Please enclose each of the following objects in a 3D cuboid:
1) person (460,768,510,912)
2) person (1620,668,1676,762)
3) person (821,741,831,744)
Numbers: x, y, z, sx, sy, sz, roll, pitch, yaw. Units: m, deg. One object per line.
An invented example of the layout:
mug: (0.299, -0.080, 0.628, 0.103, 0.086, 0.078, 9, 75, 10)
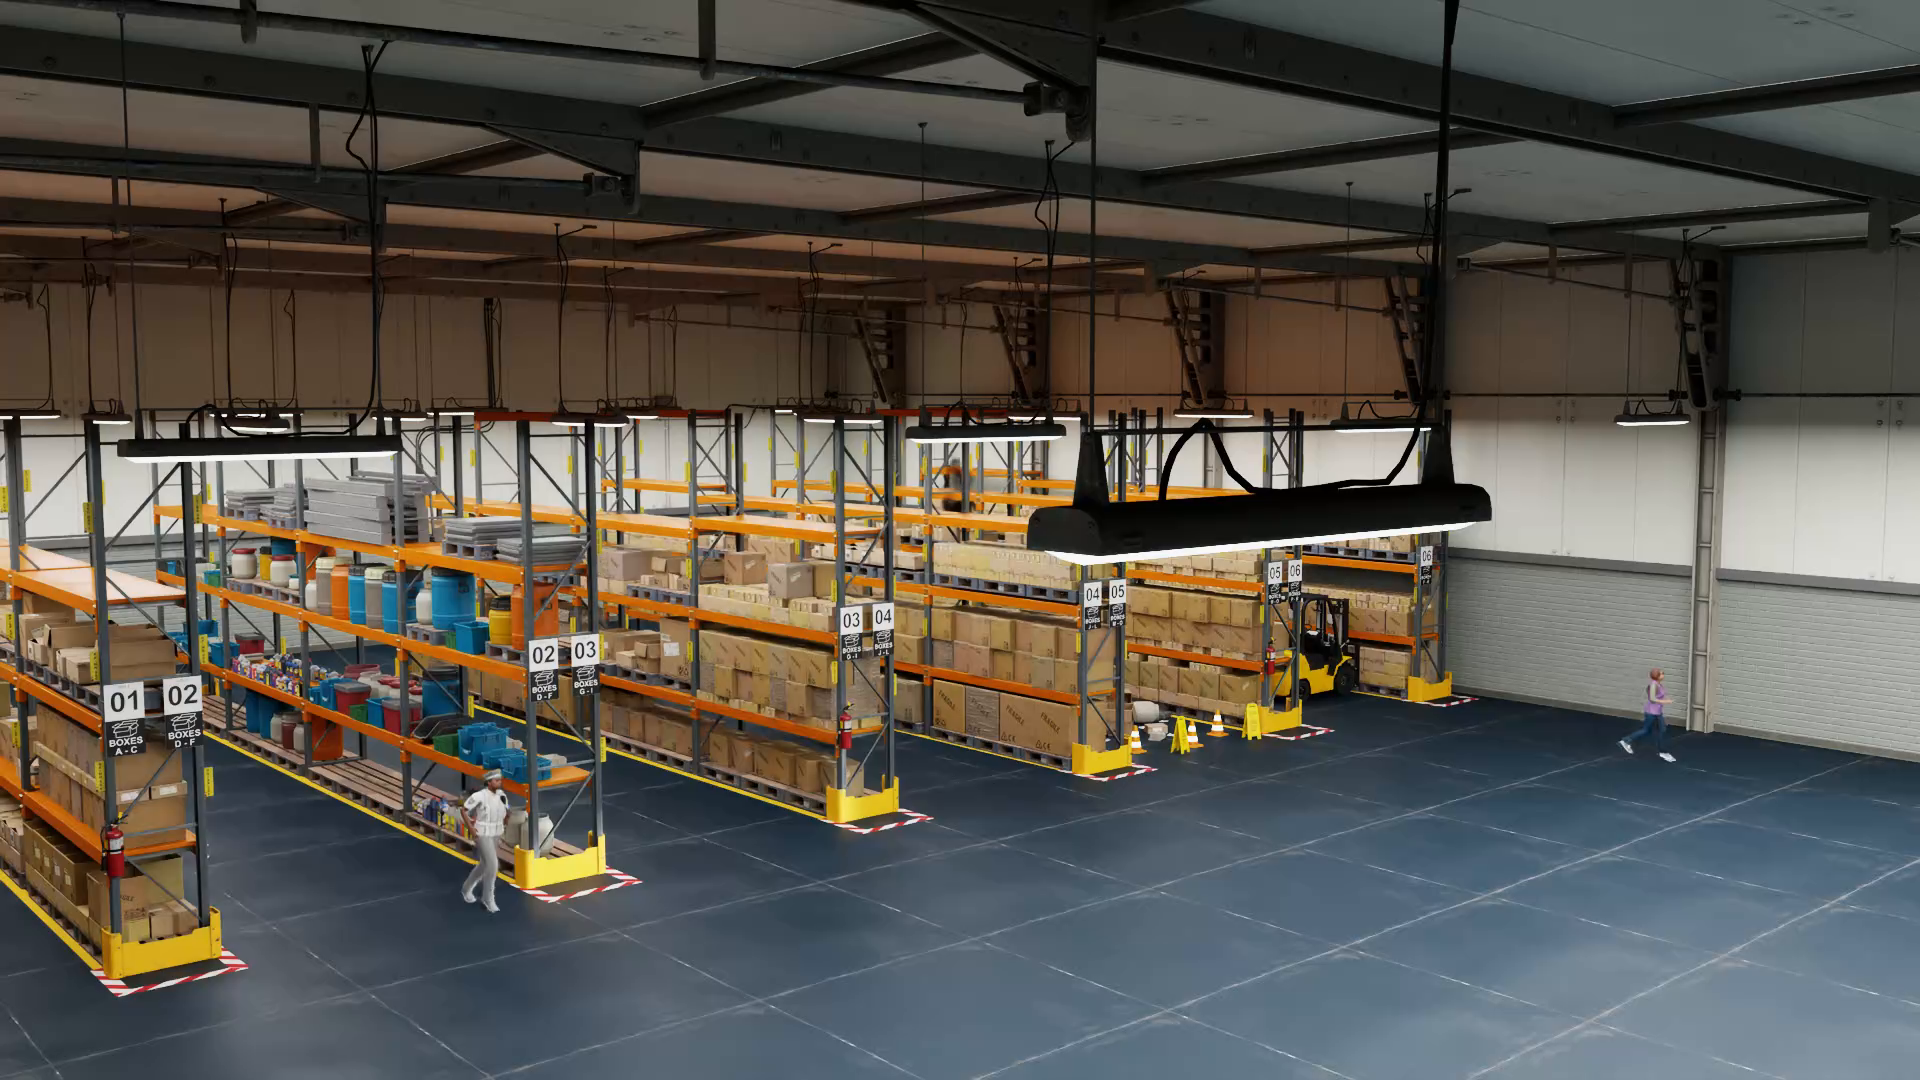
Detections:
person: (-5.875, 3.698, 20.669, 0.701, 1.730, 0.566, 2, 6, 26)
person: (11.958, 3.005, 28.819, 0.885, 1.606, 0.550, 3, 6, 34)
person: (-2.257, 2.849, 29.804, 0.780, 1.816, 0.701, 5, 7, 44)
